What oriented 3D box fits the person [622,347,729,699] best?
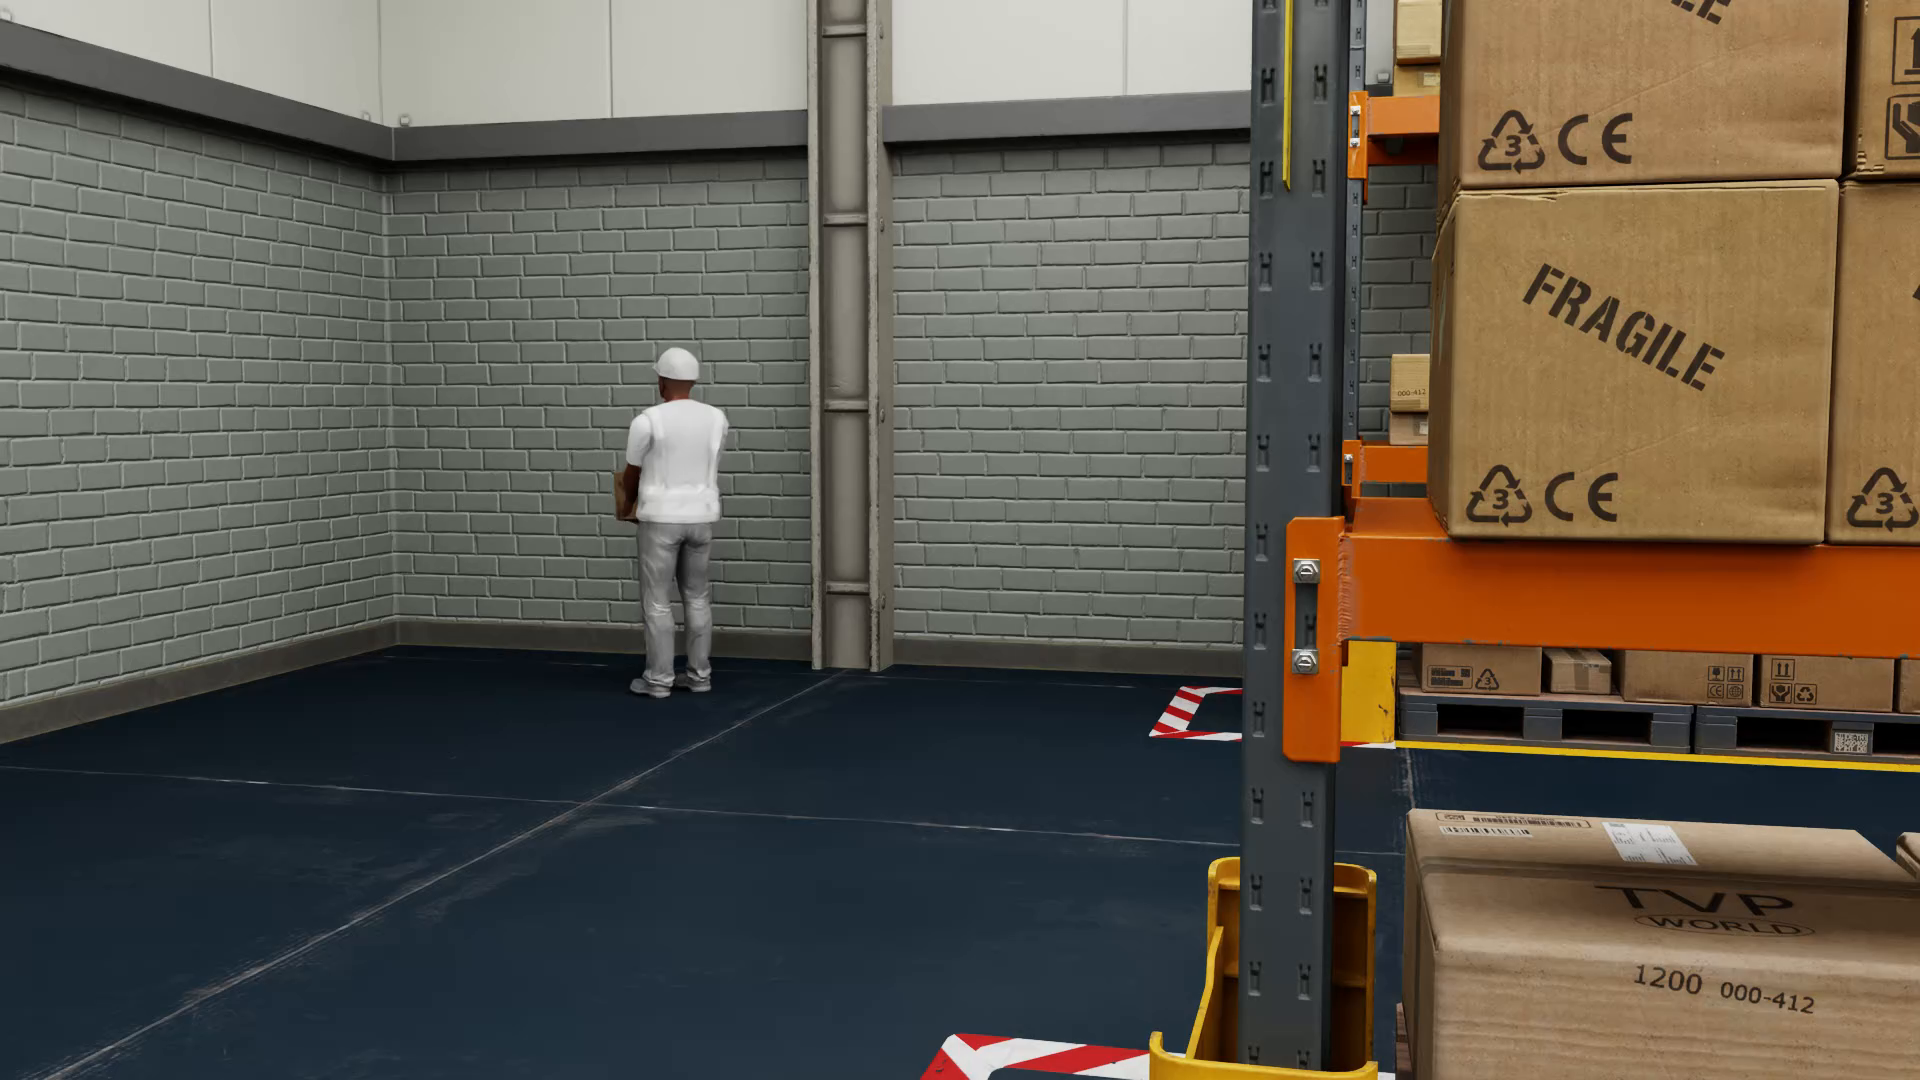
[{"bbox_3d":[-1.488,-0.095,8.517,0.513,1.769,0.573,-3,6,-33],"label":"person"}]
